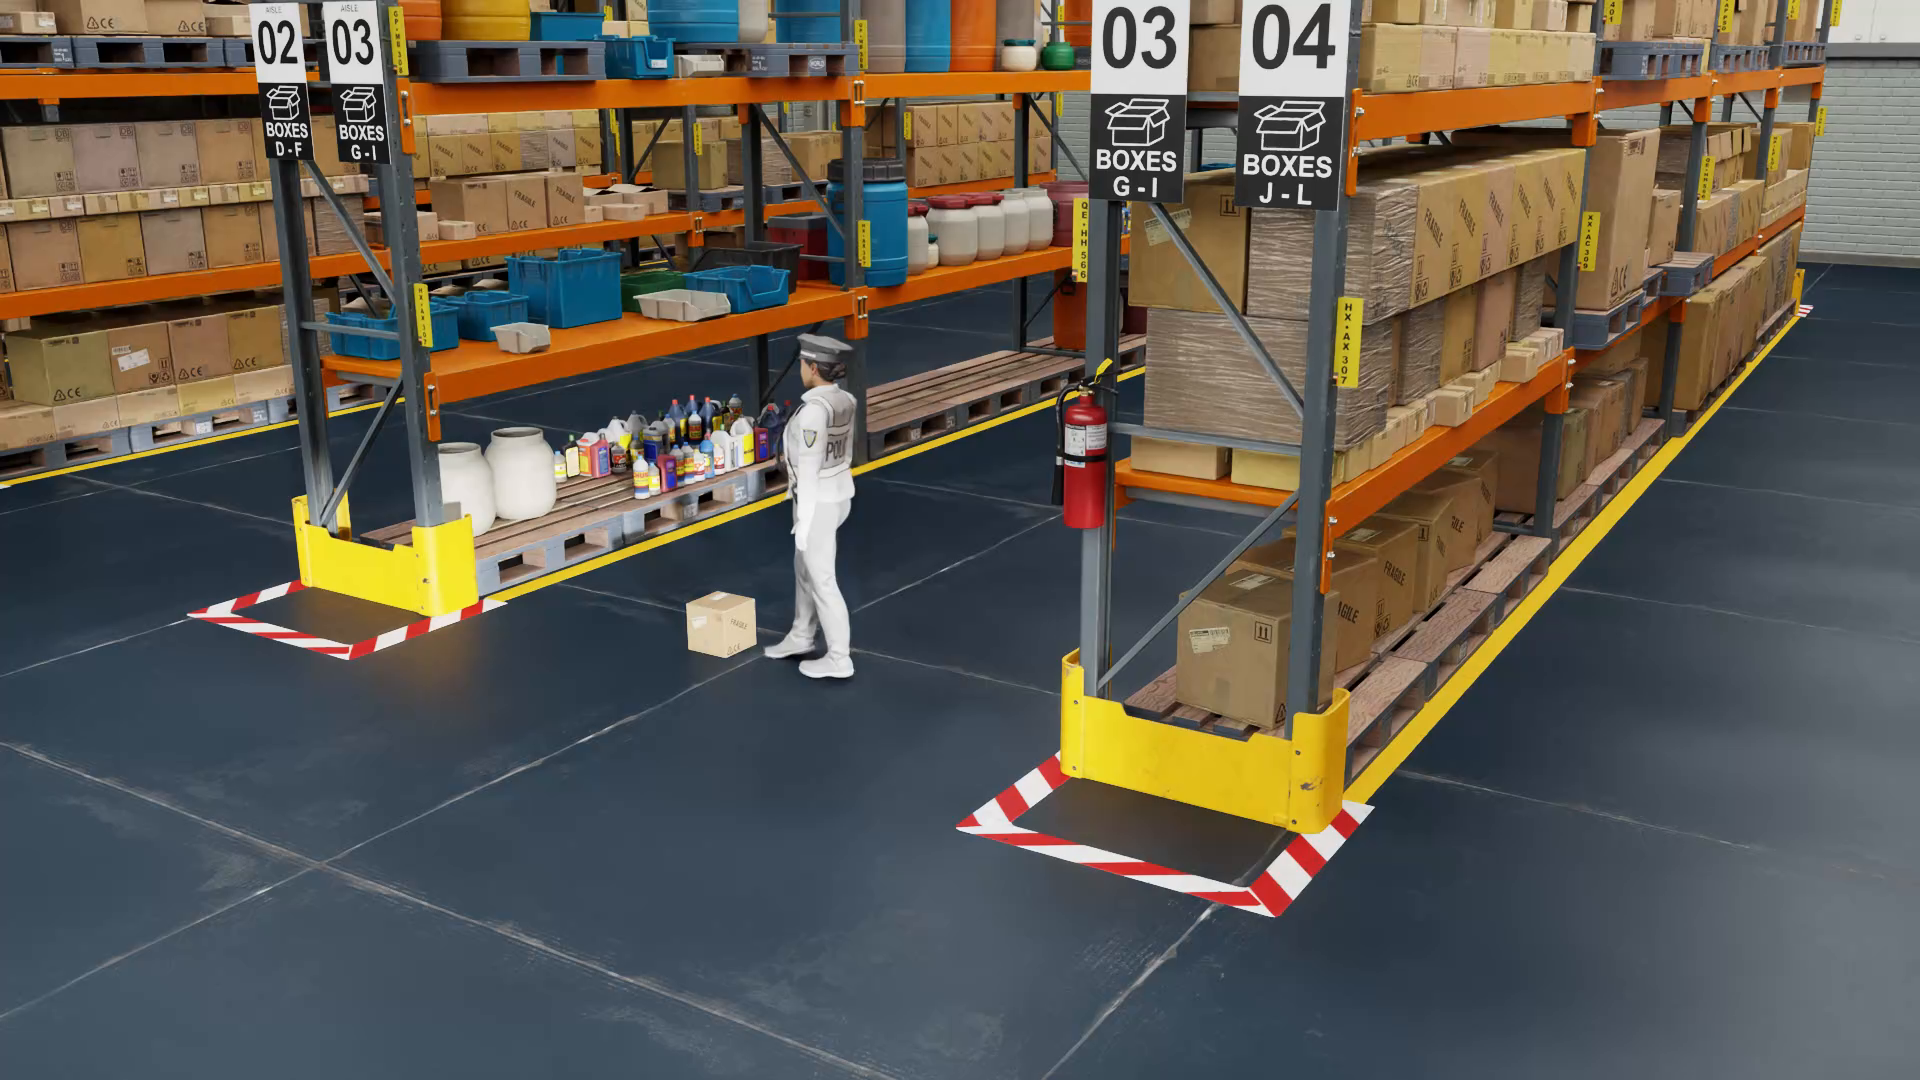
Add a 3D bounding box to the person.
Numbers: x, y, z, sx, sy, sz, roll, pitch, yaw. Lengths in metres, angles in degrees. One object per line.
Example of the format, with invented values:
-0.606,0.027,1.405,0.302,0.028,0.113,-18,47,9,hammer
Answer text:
-0.783,-0.151,8.039,0.564,1.692,0.513,5,17,18,person
